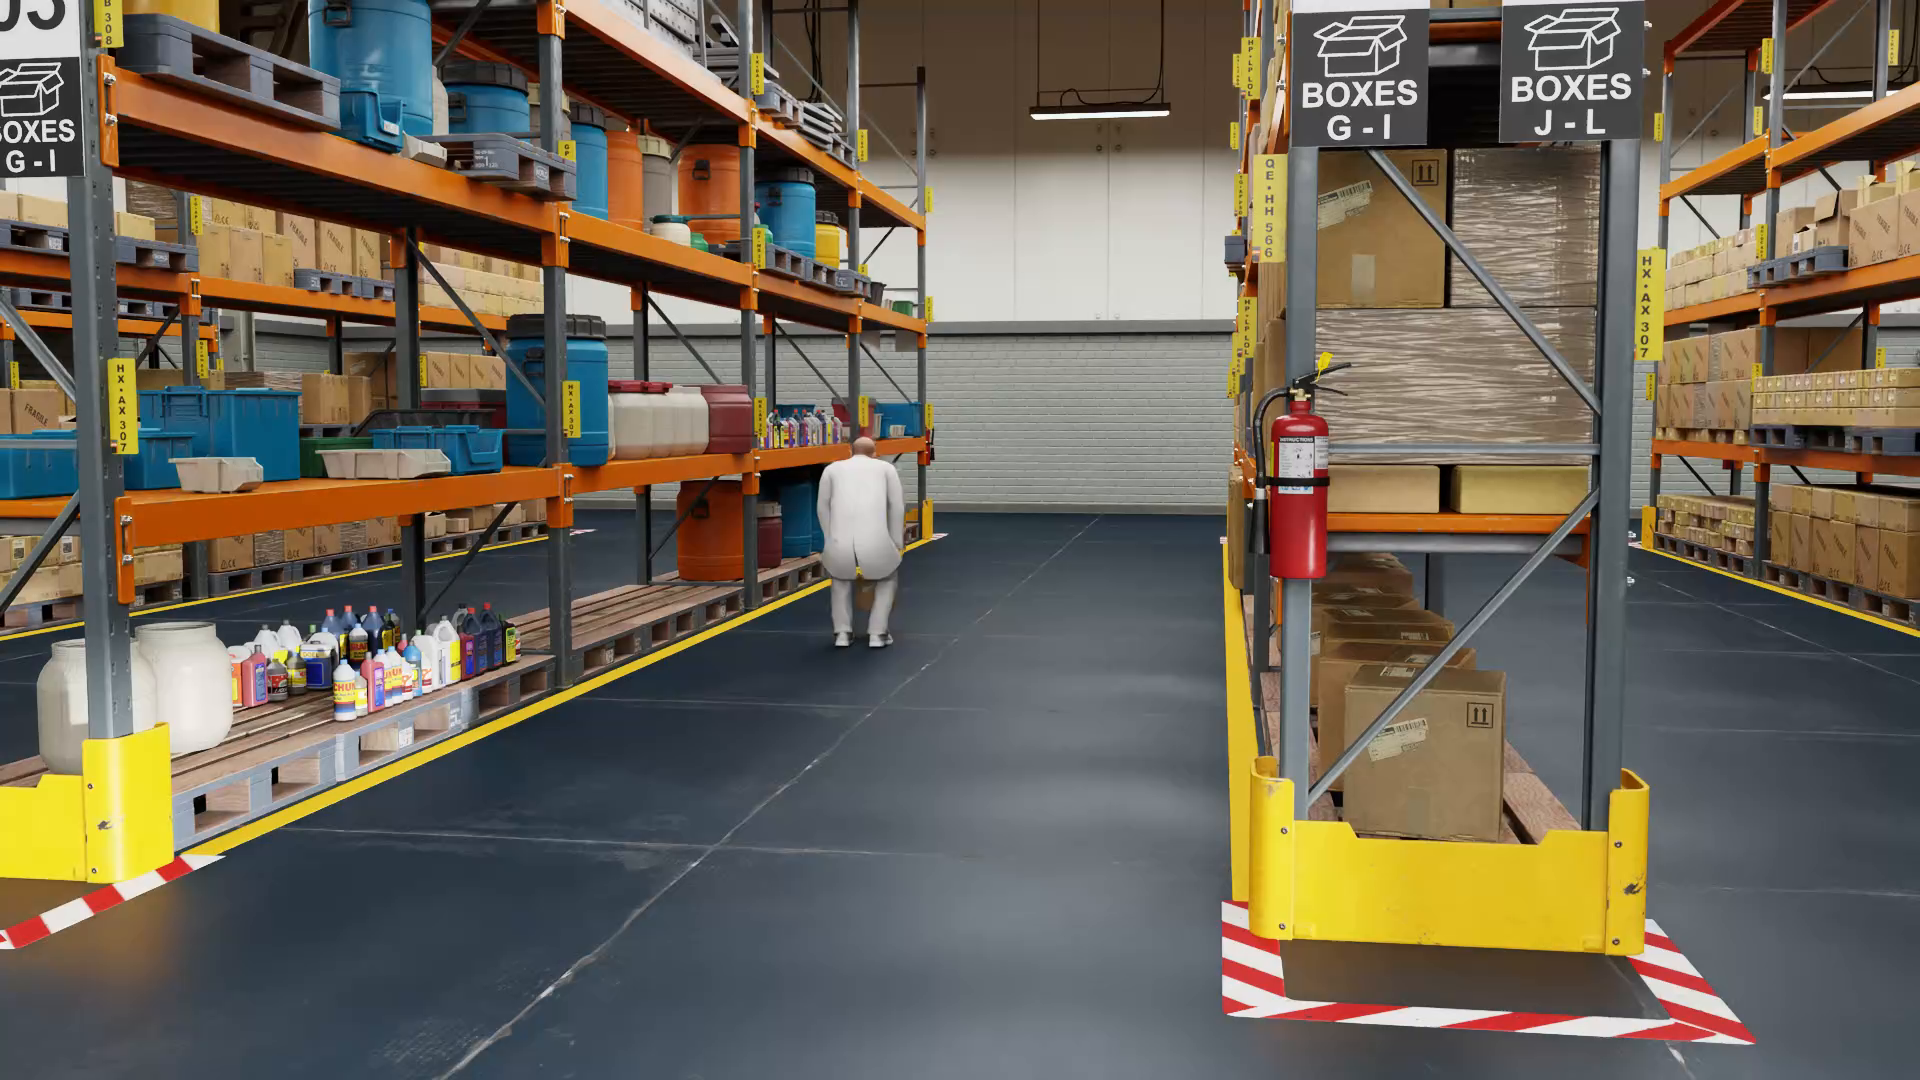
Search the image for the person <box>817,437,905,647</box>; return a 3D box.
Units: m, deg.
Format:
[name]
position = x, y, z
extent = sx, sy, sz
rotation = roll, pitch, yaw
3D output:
[person]
position = -0.707, 0.009, 11.631
extent = 0.622, 1.454, 0.690
rotation = 1, 4, 9
